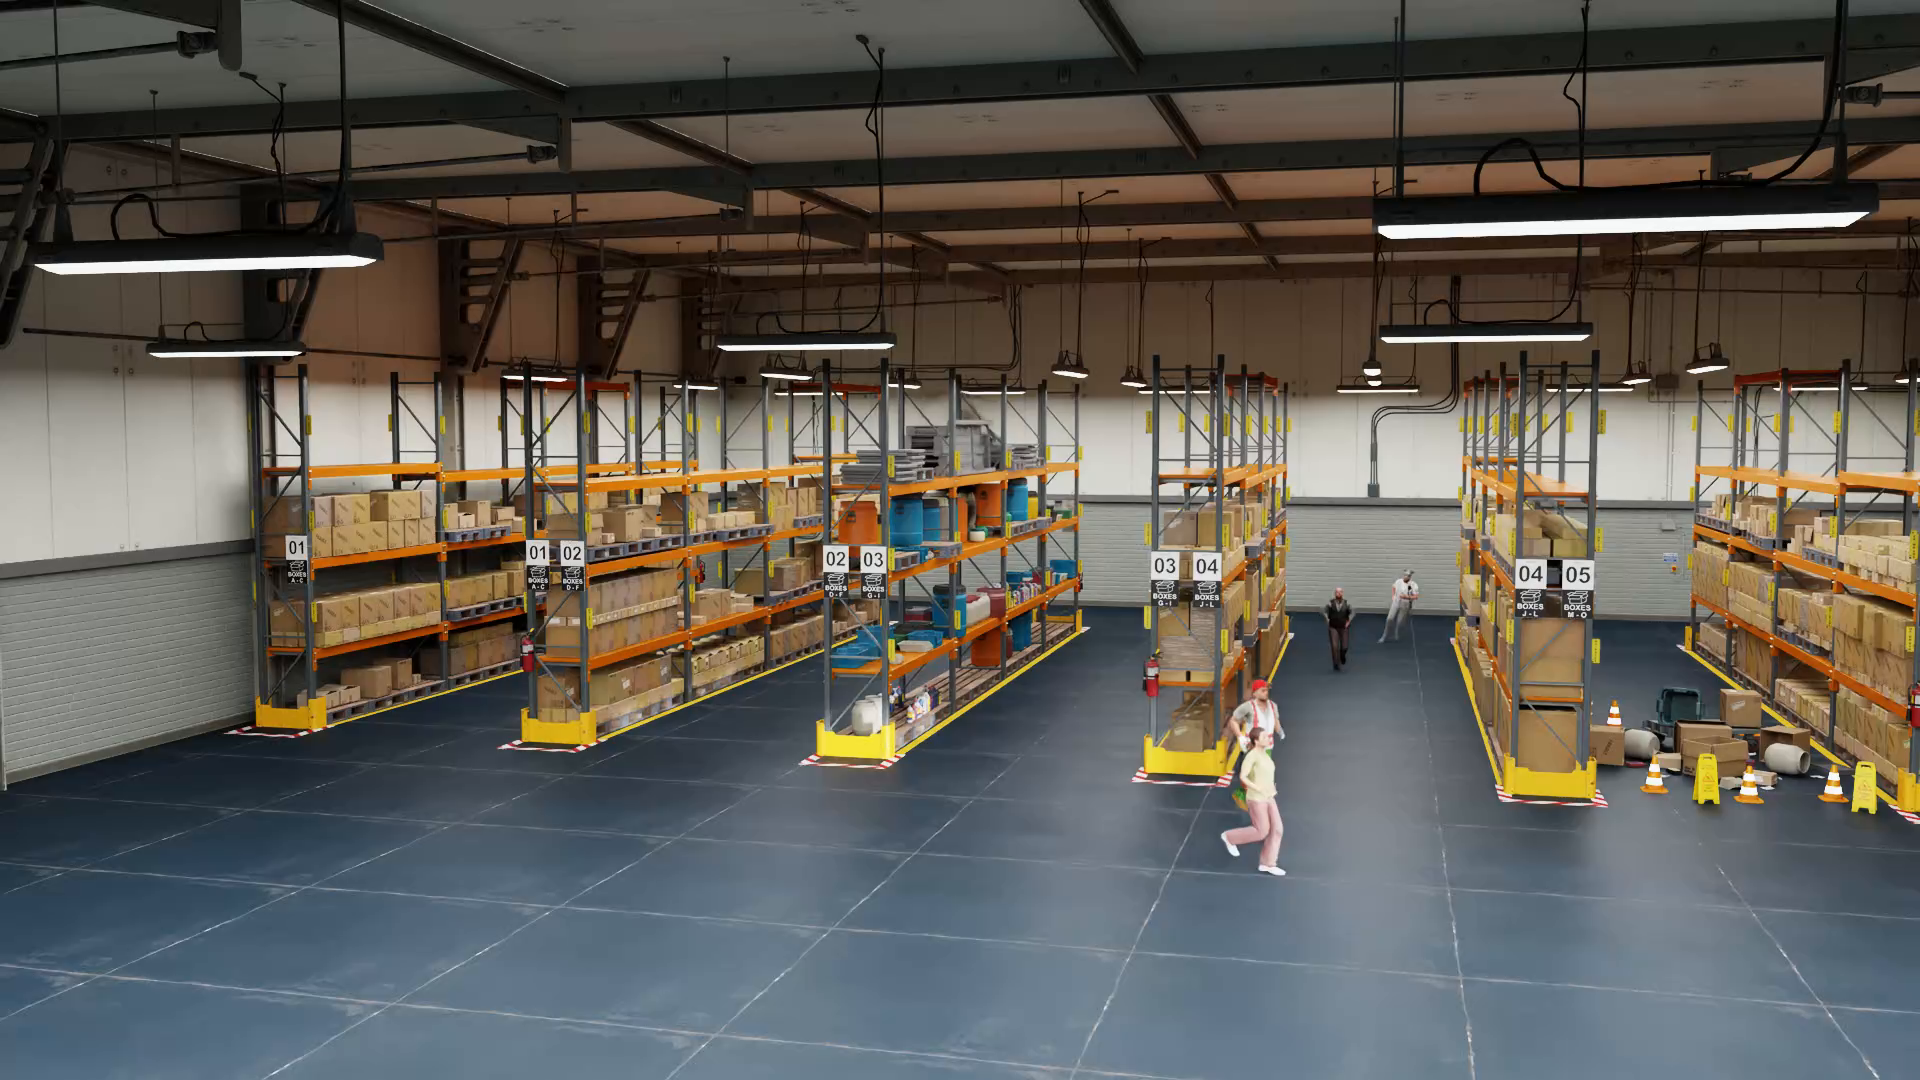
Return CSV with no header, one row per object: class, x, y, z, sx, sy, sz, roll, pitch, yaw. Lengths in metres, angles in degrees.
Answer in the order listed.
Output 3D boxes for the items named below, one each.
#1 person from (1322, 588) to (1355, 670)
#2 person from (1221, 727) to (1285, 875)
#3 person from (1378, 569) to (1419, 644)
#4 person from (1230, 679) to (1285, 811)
person,7.762,1.812,34.140,0.659,1.673,0.614,1,4,11
person,3.319,2.908,18.686,0.756,1.645,0.581,3,5,36
person,10.144,1.517,38.303,0.844,1.736,0.769,2,4,28
person,3.759,2.646,21.061,0.650,1.810,0.878,-3,5,-33
